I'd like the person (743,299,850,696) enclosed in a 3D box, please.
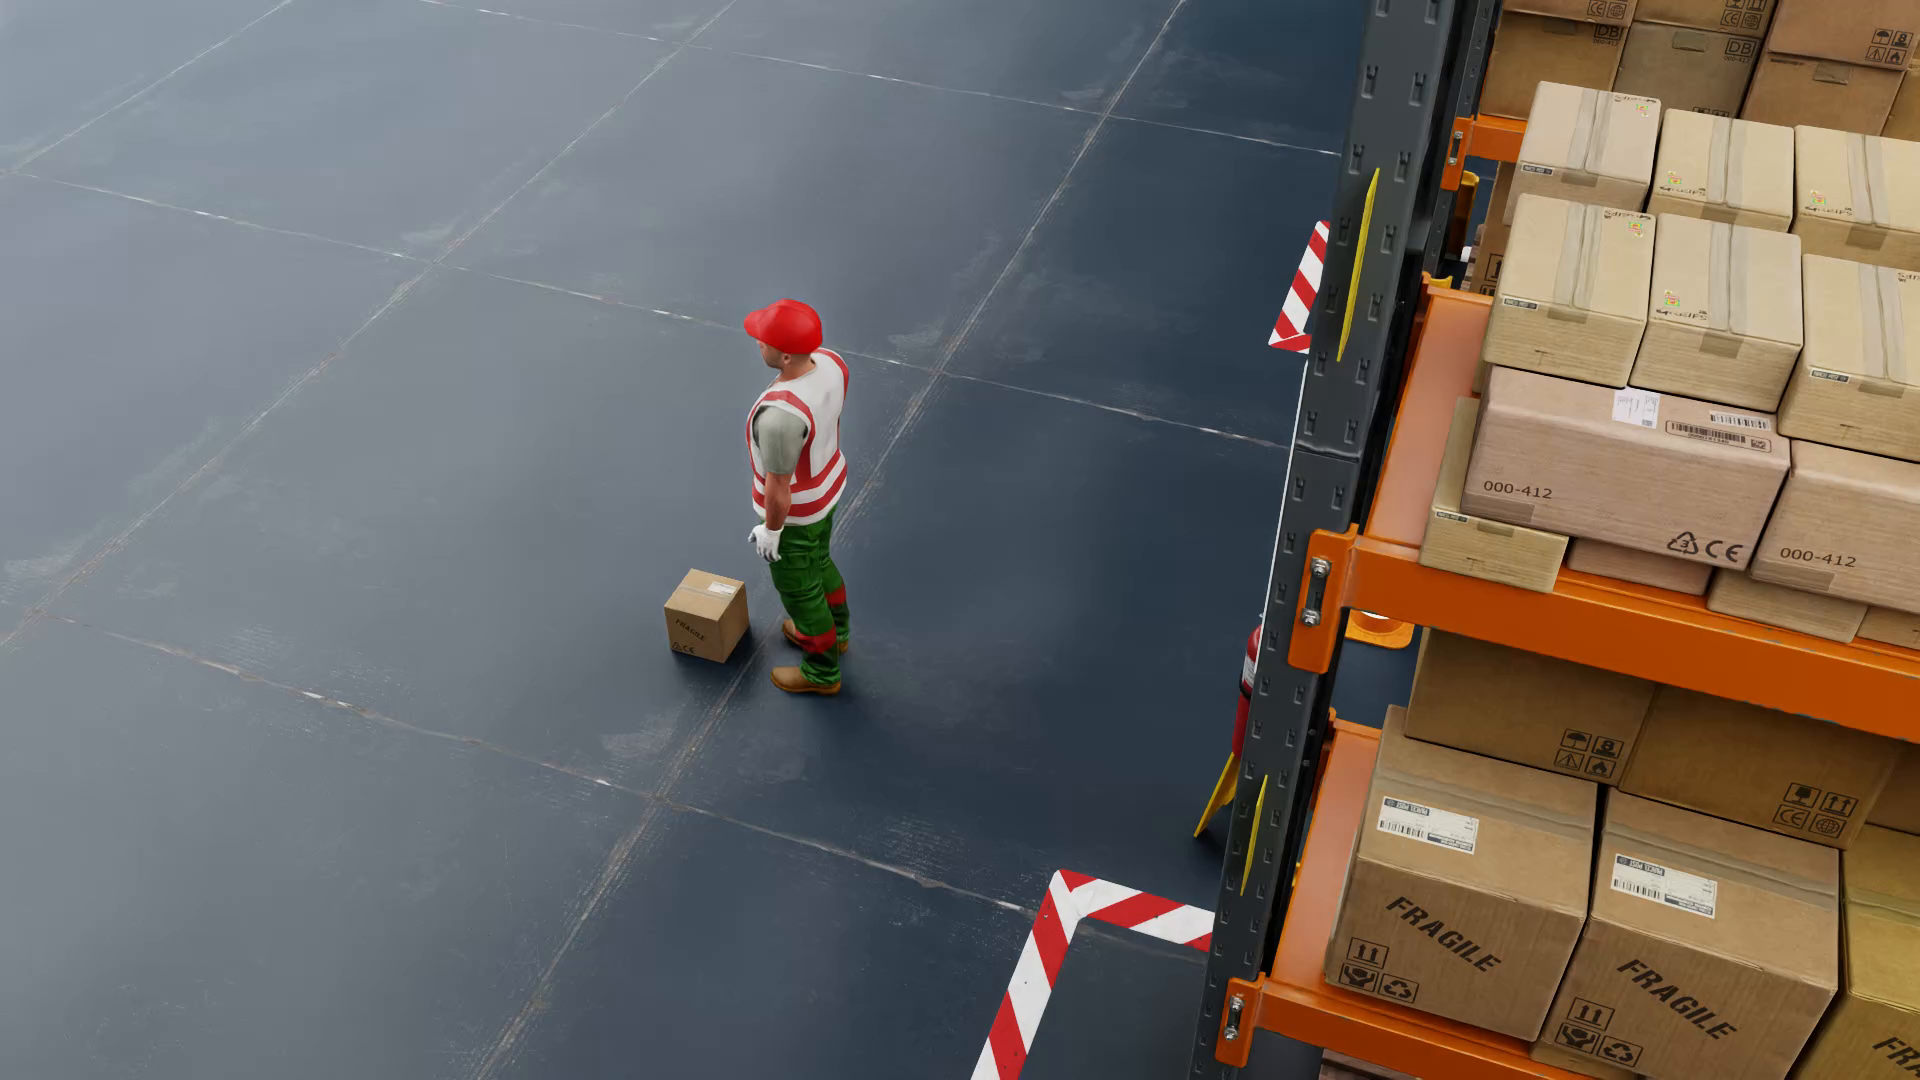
[{"bbox_3d":[-0.626,-0.154,6.322,0.373,1.795,0.523,14,43,16],"label":"person"}]
